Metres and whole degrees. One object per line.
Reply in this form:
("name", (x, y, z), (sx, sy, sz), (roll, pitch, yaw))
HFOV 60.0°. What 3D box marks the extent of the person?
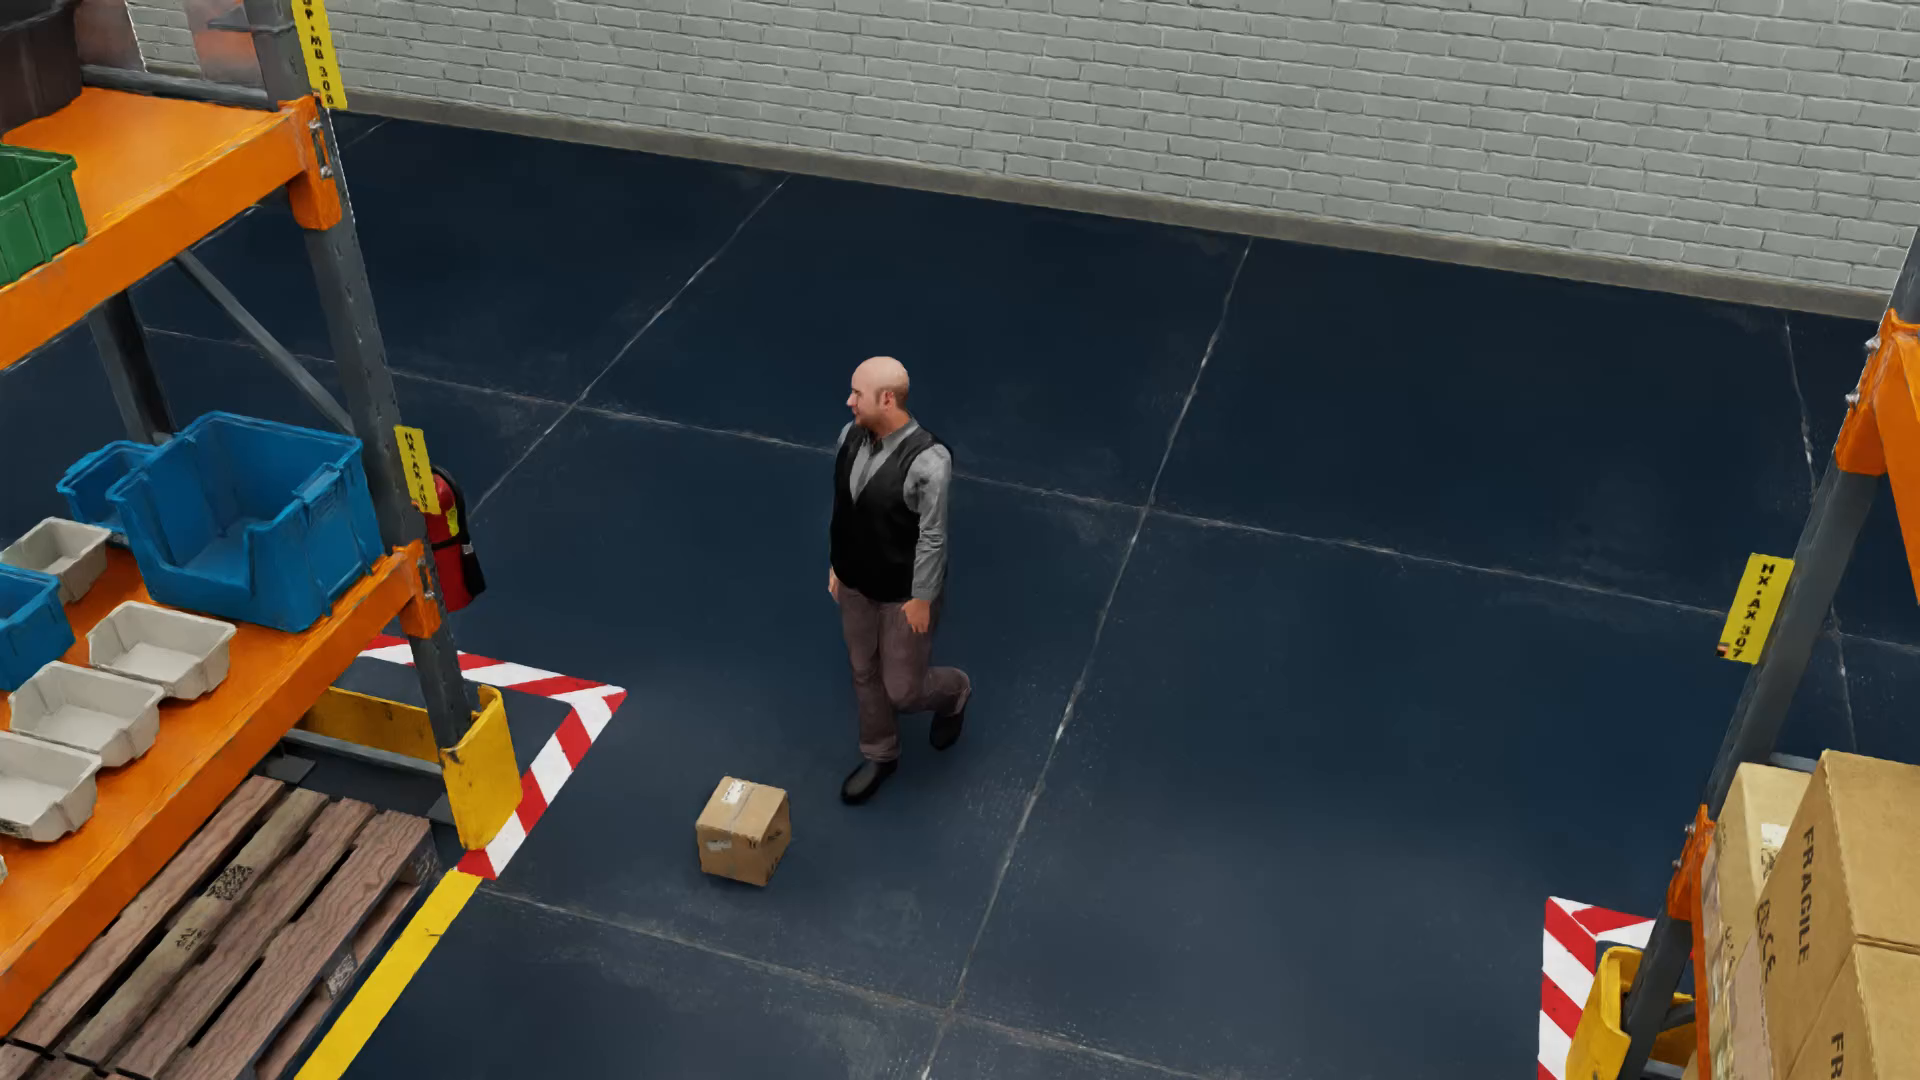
("person", (-0.275, 0.148, 5.986), (0.558, 1.702, 0.644), (26, 44, 30))
